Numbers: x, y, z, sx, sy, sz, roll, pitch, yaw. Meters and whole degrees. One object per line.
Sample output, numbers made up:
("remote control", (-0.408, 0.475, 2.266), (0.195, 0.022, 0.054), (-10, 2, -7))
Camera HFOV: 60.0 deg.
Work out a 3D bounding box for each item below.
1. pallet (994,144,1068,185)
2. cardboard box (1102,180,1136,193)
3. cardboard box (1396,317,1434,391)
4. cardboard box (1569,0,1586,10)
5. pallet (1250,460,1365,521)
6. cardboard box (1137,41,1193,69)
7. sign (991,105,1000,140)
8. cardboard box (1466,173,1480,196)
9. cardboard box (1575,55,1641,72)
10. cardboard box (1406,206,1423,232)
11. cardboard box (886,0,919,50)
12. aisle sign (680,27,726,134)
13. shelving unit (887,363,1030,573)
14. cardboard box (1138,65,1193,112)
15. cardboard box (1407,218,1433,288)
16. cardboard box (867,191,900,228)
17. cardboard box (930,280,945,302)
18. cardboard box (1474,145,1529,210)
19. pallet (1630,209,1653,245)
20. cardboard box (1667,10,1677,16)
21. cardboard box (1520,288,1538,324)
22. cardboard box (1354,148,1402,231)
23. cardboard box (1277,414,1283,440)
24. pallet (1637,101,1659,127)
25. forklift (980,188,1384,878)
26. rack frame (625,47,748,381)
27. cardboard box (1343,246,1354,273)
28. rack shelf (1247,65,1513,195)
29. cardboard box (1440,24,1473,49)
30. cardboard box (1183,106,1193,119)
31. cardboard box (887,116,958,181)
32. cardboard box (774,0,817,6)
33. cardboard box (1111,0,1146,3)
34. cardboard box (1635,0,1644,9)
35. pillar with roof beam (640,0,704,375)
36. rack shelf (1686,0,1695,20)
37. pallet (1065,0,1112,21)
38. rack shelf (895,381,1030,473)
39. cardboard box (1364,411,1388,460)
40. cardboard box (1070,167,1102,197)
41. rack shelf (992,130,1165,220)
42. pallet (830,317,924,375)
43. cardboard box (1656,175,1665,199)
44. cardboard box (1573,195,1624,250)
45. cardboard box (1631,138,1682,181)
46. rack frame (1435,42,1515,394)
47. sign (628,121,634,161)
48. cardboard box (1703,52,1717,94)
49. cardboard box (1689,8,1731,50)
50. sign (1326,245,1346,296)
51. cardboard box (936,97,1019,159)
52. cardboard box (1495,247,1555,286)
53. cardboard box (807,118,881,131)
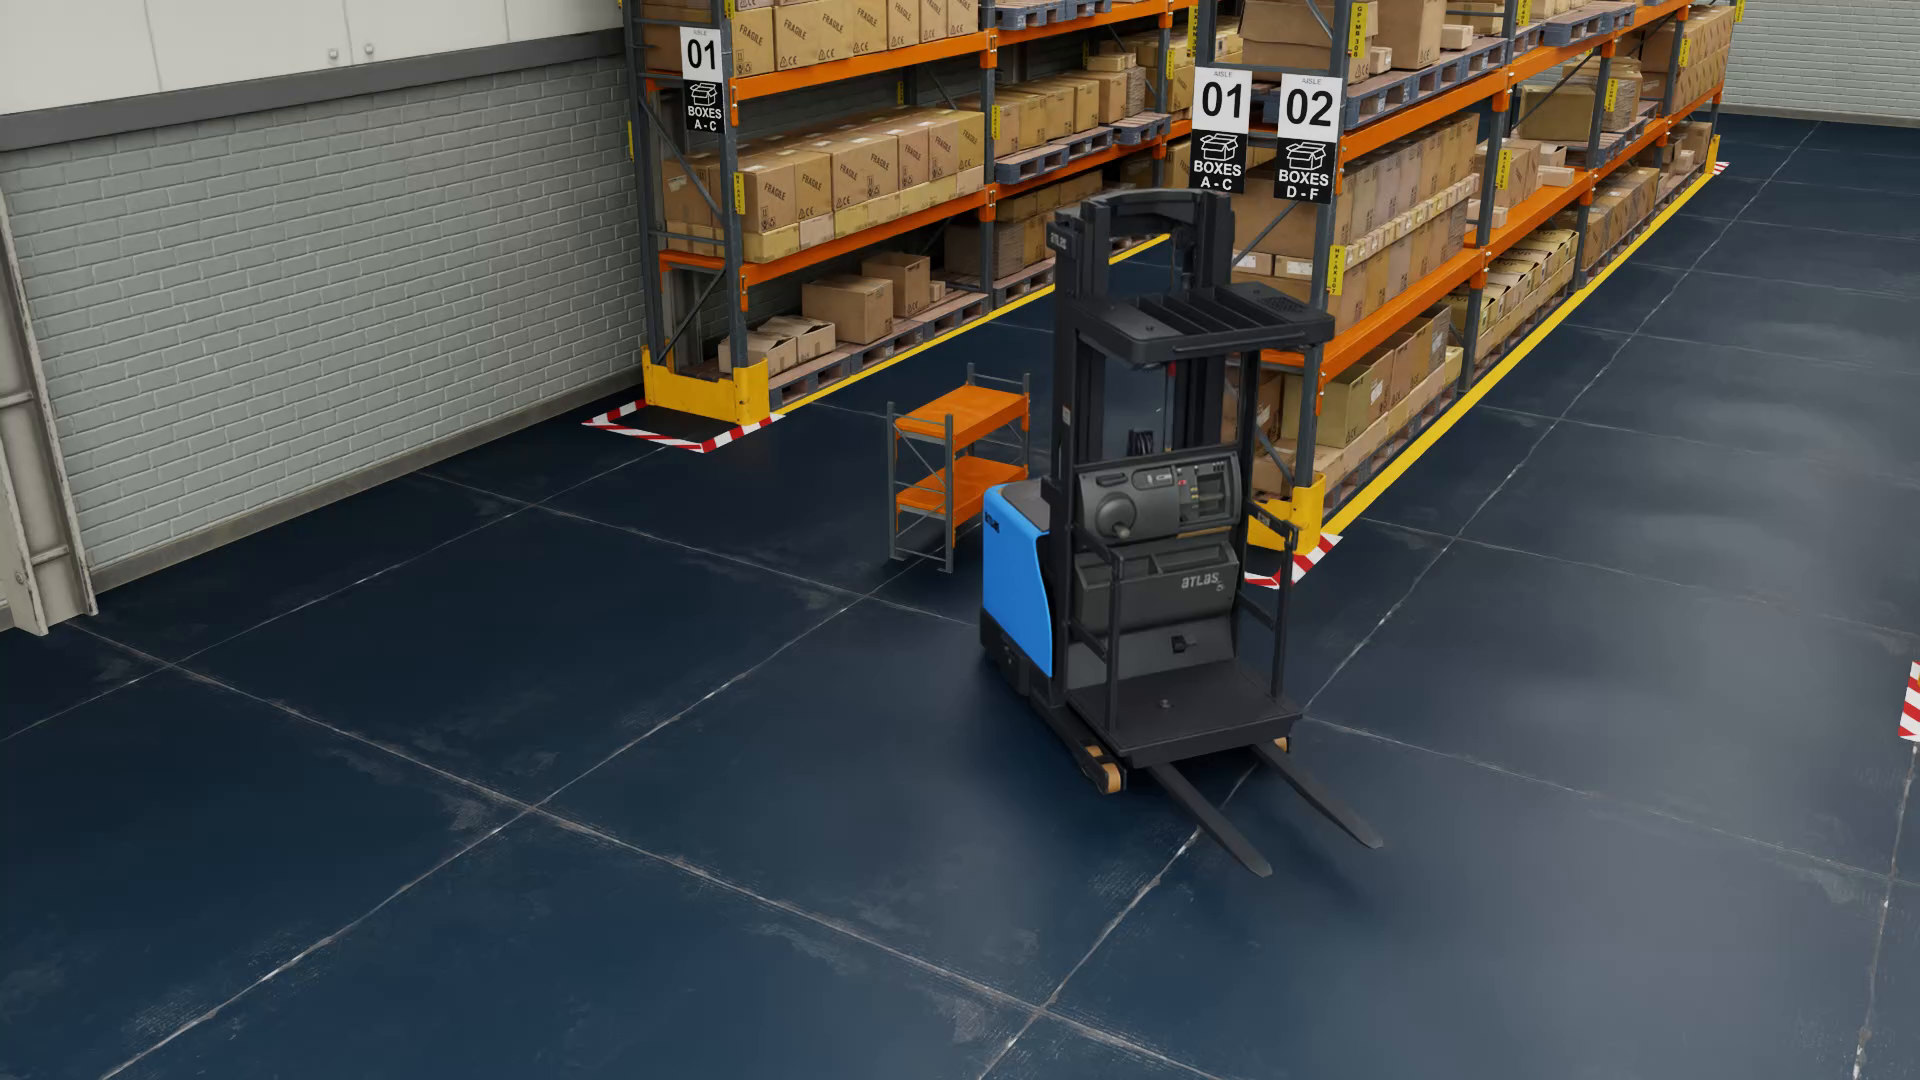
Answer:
("pallet", (0.411, -3.972, 17.390), (1.003, 0.211, 1.213), (14, 27, 29))
("cardboard box", (1.659, -3.983, 19.768), (0.700, 0.500, 0.500), (14, 27, 30))
("cardboard box", (3.502, -1.532, 13.502), (0.500, 0.500, 0.500), (14, 27, 29))
("cardboard box", (5.752, -5.300, 16.102), (0.500, 0.250, 0.500), (15, 27, 30))
("pallet", (2.353, -0.433, 12.484), (1.003, 0.211, 1.213), (14, 27, 29))
("cardboard box", (2.468, -5.827, 19.965), (0.500, 0.250, 0.500), (15, 27, 30))
("sign", (0.349, -4.118, 16.398), (0.100, 0.325, 0.005), (14, 27, 29))
("cardboard box", (4.133, -3.002, 13.967), (0.380, 0.149, 0.250), (14, 27, 29))
("cardboard box", (7.875, -5.621, 20.304), (0.700, 0.500, 0.500), (5, 24, 11))
("cardboard box", (3.325, -2.484, 12.770), (0.380, 0.149, 0.250), (15, 28, 31))
("cardboard box", (-0.710, -4.679, 14.855), (0.500, 0.500, 0.500), (13, 26, 27))
("aisle sign", (-2.009, -3.588, 12.990), (0.394, 0.787, 0.004), (14, 27, 29))
("shelving unit", (0.004, -0.518, 11.532), (0.538, 1.125, 1.048), (14, 27, 29))
("cardboard box", (2.468, -5.484, 20.117), (0.500, 0.500, 0.500), (15, 27, 30))
("cardboard box", (3.325, -2.342, 13.259), (0.700, 0.500, 0.500), (14, 27, 30))
("cardboard box", (-0.894, -3.040, 15.160), (0.500, 0.250, 0.500), (14, 27, 29))
("cardboard box", (-0.372, -2.547, 16.871), (0.380, 0.166, 0.250), (10, 25, 22))
("cardboard box", (5.056, -3.444, 15.804), (0.500, 0.500, 0.500), (14, 27, 29))
("pallet", (7.918, -3.933, 20.570), (1.003, 0.211, 1.213), (14, 27, 29))
("cardboard box", (9.429, -6.910, 22.552), (0.500, 0.500, 0.500), (14, 27, 30))
("cardboard box", (5.329, -2.330, 16.288), (0.500, 0.250, 0.500), (14, 27, 30))
("cardboard box", (2.808, -2.608, 12.241), (0.700, 0.500, 0.500), (14, 27, 29))
("cardboard box", (2.270, -0.790, 12.733), (0.500, 0.250, 0.500), (14, 27, 29))
("pallet", (7.801, -5.161, 20.137), (1.003, 0.211, 1.213), (14, 27, 29))
("forklift", (1.135, -0.205, 8.533), (1.130, 2.935, 3.031), (-9, 25, -20))
("rack frame", (-2.226, -2.482, 13.708), (1.000, 3.000, 0.127), (14, 27, 29))
("cardboard box", (2.512, -1.966, 11.573), (0.380, 0.149, 0.250), (13, 27, 28))
("rack shelf", (3.040, -3.167, 12.419), (1.077, 0.370, 4.000), (14, 27, 29))
("cardboard box", (3.691, -3.849, 12.702), (0.380, 0.149, 0.250), (14, 27, 29))
("cardboard box", (2.717, -5.294, 20.494), (0.380, 0.149, 0.250), (15, 27, 31))
("cardboard box", (-0.361, -3.723, 15.793), (0.500, 0.500, 0.500), (14, 27, 29))
("cardboard box", (-1.508, -4.611, 13.439), (0.500, 0.500, 0.500), (14, 27, 28))
("cardboard box", (1.844, -6.228, 18.671), (0.500, 0.311, 0.500), (14, 27, 29))
("cardboard box", (6.950, -6.070, 18.094), (0.910, 0.500, 0.500), (14, 27, 29))
("pillar with roof beam", (1.066, -4.751, 11.397), (9.100, 9.000, 0.400), (14, 27, 29))
("rack shelf", (9.370, -7.217, 21.775), (1.077, 0.370, 4.000), (14, 27, 29))
("pallet", (0.845, -5.659, 17.508), (1.213, 0.211, 1.003), (14, 27, 29))
("rack shelf", (0.004, -0.787, 11.416), (0.538, 0.278, 1.000), (14, 27, 29))
("cardboard box", (2.982, -0.849, 12.868), (0.500, 0.250, 0.500), (14, 27, 29))
("cardboard box", (1.305, -4.148, 19.205), (0.500, 0.250, 0.500), (14, 27, 30))
("rack shelf", (0.939, -4.177, 18.529), (1.077, 0.370, 4.000), (14, 27, 29))
("pallet", (-1.083, -1.905, 15.885), (1.003, 0.211, 1.213), (14, 27, 29))
("cardboard box", (8.720, -4.560, 21.338), (0.500, 0.311, 0.500), (14, 27, 29))
("cardboard box", (7.228, -3.640, 18.976), (0.500, 0.500, 0.500), (13, 27, 28))
("cardboard box", (9.301, -5.187, 22.545), (0.797, 0.503, 0.637), (14, 27, 29))
("rack frame", (4.095, -2.795, 14.432), (1.000, 3.000, 0.127), (14, 27, 29))
("sign", (-2.686, -3.282, 13.700), (0.100, 0.325, 0.005), (14, 27, 29))
("cardboard box", (9.881, -6.340, 22.494), (0.500, 0.500, 0.500), (14, 27, 29))
("cardboard box", (10.158, -6.972, 22.695), (0.500, 0.500, 0.500), (15, 27, 30))
("sign", (2.453, -1.761, 10.852), (0.100, 0.325, 0.005), (14, 27, 29))
("cardboard box", (0.182, -4.245, 17.100), (0.700, 0.500, 0.500), (14, 27, 29))
("cardboard box", (5.601, -2.759, 16.574), (0.500, 0.311, 0.500), (14, 27, 29))
("cardboard box", (-1.085, -3.661, 15.651), (0.500, 0.500, 0.500), (15, 27, 30))
